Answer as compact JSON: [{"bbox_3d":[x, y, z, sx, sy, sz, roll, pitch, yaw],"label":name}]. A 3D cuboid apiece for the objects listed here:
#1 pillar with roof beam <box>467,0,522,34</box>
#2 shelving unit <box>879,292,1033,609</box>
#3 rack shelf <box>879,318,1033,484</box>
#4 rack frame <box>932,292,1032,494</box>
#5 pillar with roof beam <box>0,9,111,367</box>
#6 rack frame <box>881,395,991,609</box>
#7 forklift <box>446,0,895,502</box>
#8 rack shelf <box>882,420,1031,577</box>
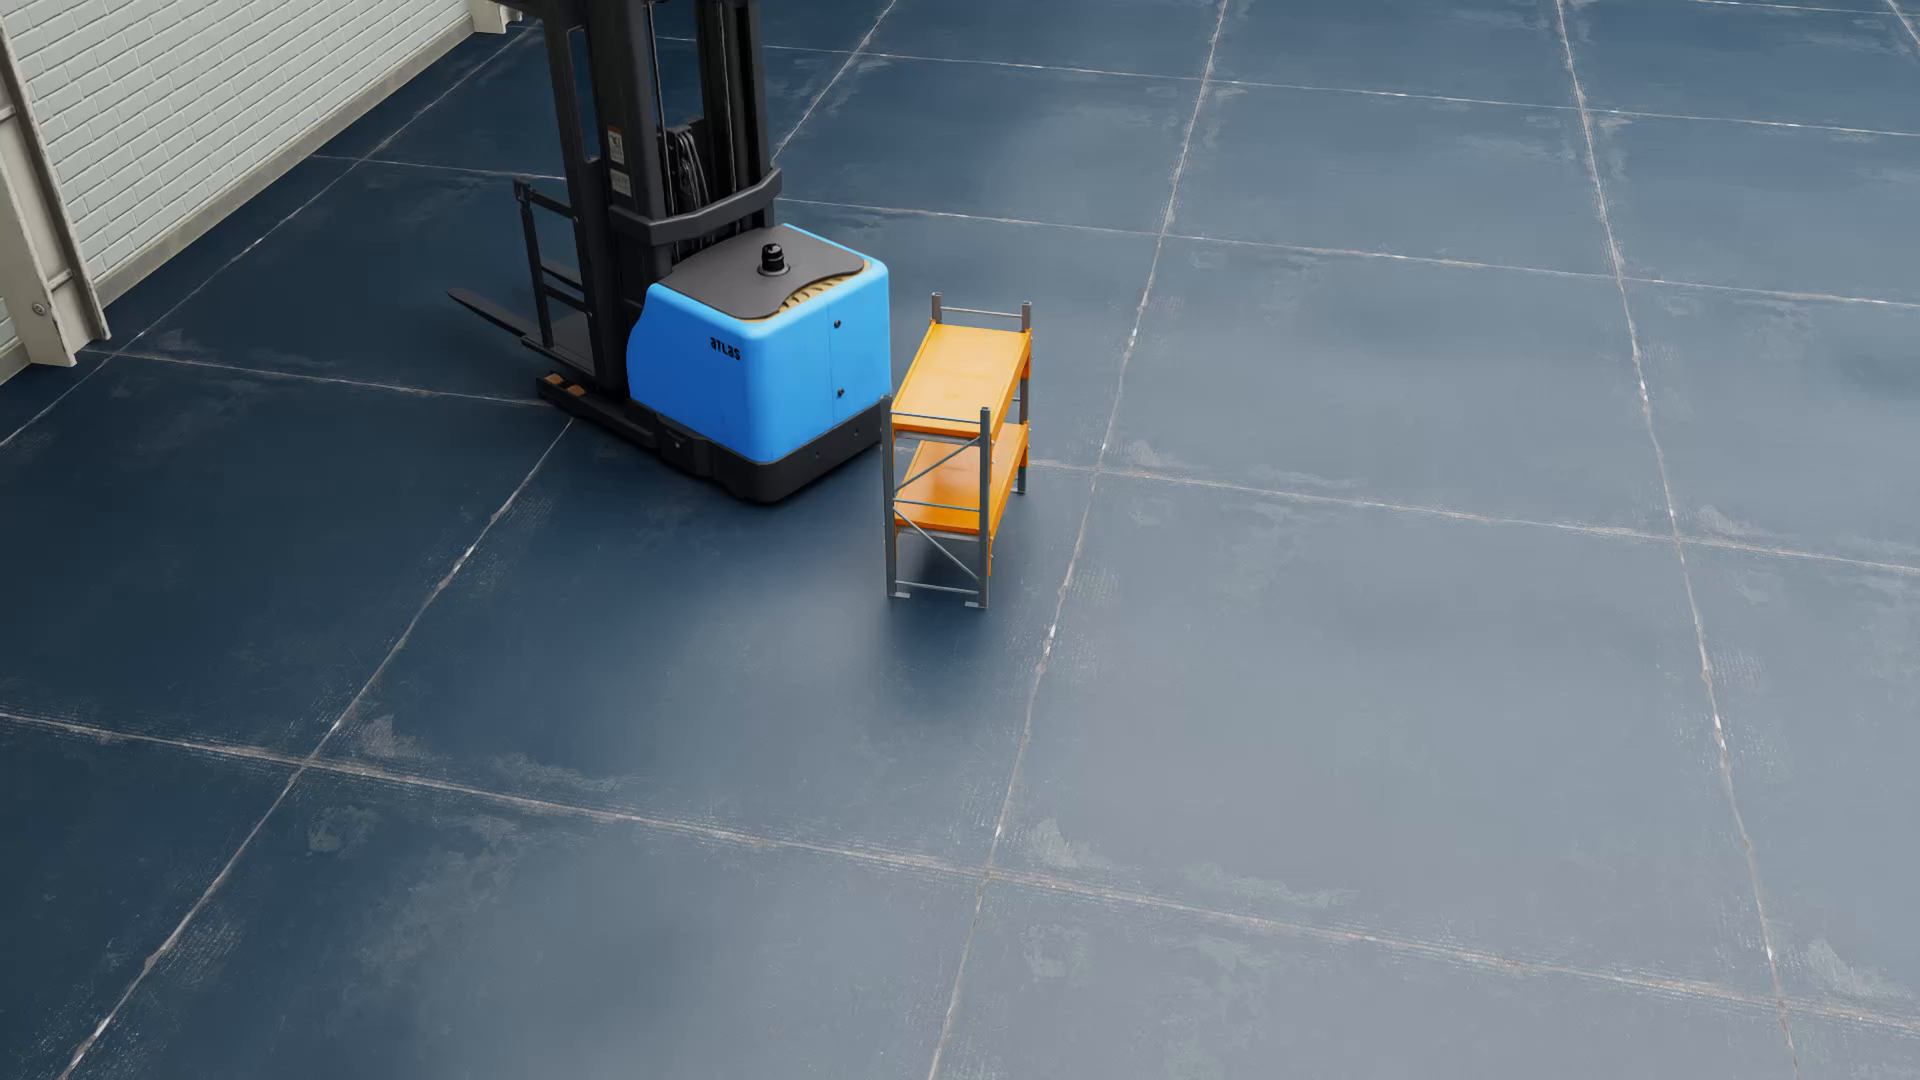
[{"bbox_3d":[0.064,-7.710,11.490,9.100,9.000,0.400,7,37,10],"label":"pillar with roof beam"},{"bbox_3d":[-0.001,-0.452,8.185,0.538,1.125,1.048,7,37,10],"label":"shelving unit"},{"bbox_3d":[-0.001,-0.689,8.013,0.538,0.278,1.000,7,37,10],"label":"rack shelf"},{"bbox_3d":[0.107,-0.743,8.587,0.500,1.125,0.032,7,37,10],"label":"rack frame"},{"bbox_3d":[-1.218,-4.270,6.744,9.100,9.000,0.400,7,37,10],"label":"pillar with roof beam"},{"bbox_3d":[-0.110,-0.160,7.783,0.500,1.125,0.032,7,37,10],"label":"rack frame"},{"bbox_3d":[-1.806,-2.112,8.936,3.031,2.935,1.130,27,44,32],"label":"forklift"},{"bbox_3d":[-0.001,-0.254,8.328,0.538,0.278,1.000,7,37,10],"label":"rack shelf"}]
